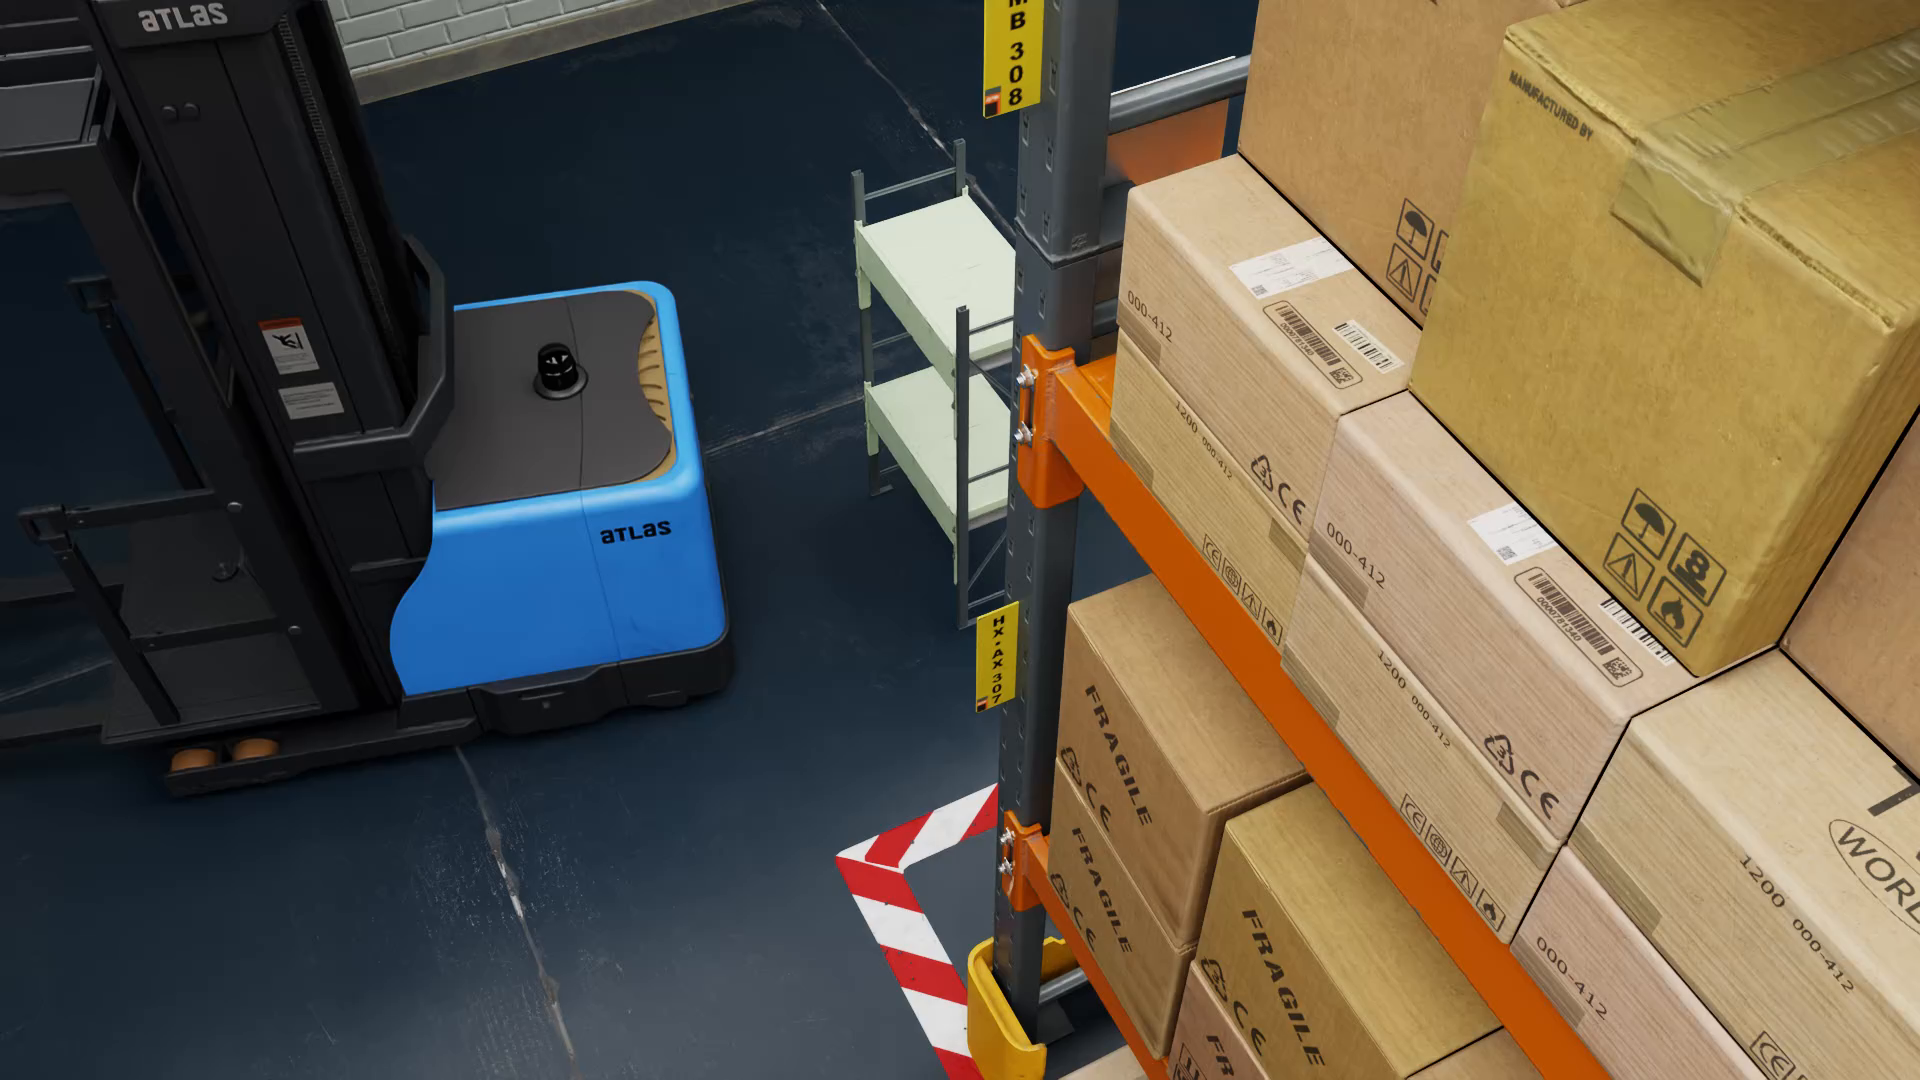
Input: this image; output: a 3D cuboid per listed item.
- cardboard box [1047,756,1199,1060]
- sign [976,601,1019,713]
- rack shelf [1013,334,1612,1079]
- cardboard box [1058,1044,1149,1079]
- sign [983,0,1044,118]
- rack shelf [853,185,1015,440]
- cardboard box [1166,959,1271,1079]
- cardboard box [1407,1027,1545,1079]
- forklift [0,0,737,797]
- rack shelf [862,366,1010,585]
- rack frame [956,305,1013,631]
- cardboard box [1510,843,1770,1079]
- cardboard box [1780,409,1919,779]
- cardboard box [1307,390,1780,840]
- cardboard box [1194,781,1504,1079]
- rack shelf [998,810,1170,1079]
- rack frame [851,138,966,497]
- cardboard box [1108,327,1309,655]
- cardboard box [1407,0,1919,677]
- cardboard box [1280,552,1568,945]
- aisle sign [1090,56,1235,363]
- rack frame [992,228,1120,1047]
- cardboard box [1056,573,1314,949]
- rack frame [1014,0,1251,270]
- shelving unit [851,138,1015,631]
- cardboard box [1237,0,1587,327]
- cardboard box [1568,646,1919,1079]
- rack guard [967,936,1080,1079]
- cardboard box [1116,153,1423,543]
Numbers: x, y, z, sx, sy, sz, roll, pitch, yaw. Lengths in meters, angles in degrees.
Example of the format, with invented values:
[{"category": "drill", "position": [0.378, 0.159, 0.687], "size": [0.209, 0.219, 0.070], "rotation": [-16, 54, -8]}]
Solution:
[{"category": "cardboard box", "position": [0.531, 0.700, 3.579], "size": [0.500, 0.500, 0.500], "rotation": [-20, 52, -17]}, {"category": "sign", "position": [0.080, 0.247, 3.466], "size": [0.100, 0.325, 0.005], "rotation": [-21, 52, -18]}, {"category": "rack shelf", "position": [1.477, 0.933, 1.927], "size": [1.077, 0.370, 4.000], "rotation": [-21, 52, -18]}, {"category": "cardboard box", "position": [0.448, 1.537, 4.514], "size": [0.380, 0.149, 0.250], "rotation": [-21, 52, -18]}, {"category": "sign", "position": [0.080, -0.743, 2.334], "size": [0.100, 0.325, 0.005], "rotation": [-21, 52, -18]}, {"category": "rack shelf", "position": [0.003, -0.746, 5.388], "size": [0.431, 0.370, 0.720], "rotation": [-21, 52, -18]}, {"category": "cardboard box", "position": [0.771, 1.043, 3.278], "size": [0.500, 0.500, 0.500], "rotation": [-22, 52, -18]}, {"category": "cardboard box", "position": [1.001, 1.054, 2.604], "size": [0.500, 0.500, 0.500], "rotation": [-21, 52, -17]}, {"category": "forklift", "position": [-2.345, -0.561, 4.793], "size": [3.031, 2.935, 1.130], "rotation": [-9, 49, -8]}, {"category": "rack shelf", "position": [0.003, -0.275, 5.927], "size": [0.431, 0.370, 0.720], "rotation": [-21, 52, -18]}, {"category": "rack frame", "position": [0.171, -0.244, 5.467], "size": [0.400, 1.500, 0.023], "rotation": [-21, 52, -18]}, {"category": "cardboard box", "position": [1.019, 0.511, 1.917], "size": [0.500, 0.250, 0.500], "rotation": [-21, 52, -18]}, {"category": "cardboard box", "position": [1.289, -0.005, 1.538], "size": [0.700, 0.500, 0.500], "rotation": [-21, 52, -18]}, {"category": "cardboard box", "position": [0.788, 0.013, 2.021], "size": [0.500, 0.250, 0.500], "rotation": [-21, 52, -18]}, {"category": "cardboard box", "position": [0.776, 0.718, 2.899], "size": [0.500, 0.500, 0.500], "rotation": [-21, 52, -17]}, {"category": "rack shelf", "position": [1.477, 1.920, 3.056], "size": [1.077, 0.370, 4.000], "rotation": [-21, 52, -18]}, {"category": "rack frame", "position": [-0.164, -0.734, 5.896], "size": [0.400, 1.500, 0.023], "rotation": [-21, 52, -18]}, {"category": "cardboard box", "position": [0.571, -0.162, 2.506], "size": [0.500, 0.250, 0.500], "rotation": [-21, 52, -18]}, {"category": "cardboard box", "position": [0.965, -0.303, 1.799], "size": [0.700, 0.500, 0.500], "rotation": [-21, 52, -18]}, {"category": "cardboard box", "position": [0.788, 0.177, 2.209], "size": [0.500, 0.250, 0.500], "rotation": [-21, 52, -18]}, {"category": "aisle sign", "position": [0.270, -0.456, 2.929], "size": [0.394, 0.787, 0.004], "rotation": [-21, 52, -18]}, {"category": "rack frame", "position": [0.562, 0.345, 3.956], "size": [1.000, 3.000, 0.127], "rotation": [-21, 52, -18]}, {"category": "cardboard box", "position": [0.531, 0.371, 3.202], "size": [0.500, 0.500, 0.500], "rotation": [-20, 52, -16]}, {"category": "rack frame", "position": [0.562, -1.630, 1.697], "size": [1.000, 3.000, 0.127], "rotation": [-21, 52, -18]}, {"category": "shelving unit", "position": [0.003, -0.489, 5.682], "size": [0.431, 1.500, 0.755], "rotation": [-21, 52, -18]}, {"category": "cardboard box", "position": [0.812, -0.667, 2.117], "size": [0.700, 0.500, 0.500], "rotation": [-21, 52, -18]}, {"category": "cardboard box", "position": [1.023, 0.345, 1.730], "size": [0.500, 0.250, 0.500], "rotation": [-21, 52, -18]}, {"category": "rack guard", "position": [0.597, 1.219, 4.852], "size": [1.175, 0.500, 0.348], "rotation": [-21, 52, -18]}, {"category": "cardboard box", "position": [0.566, -0.324, 2.316], "size": [0.500, 0.250, 0.500], "rotation": [-21, 52, -18]}]
